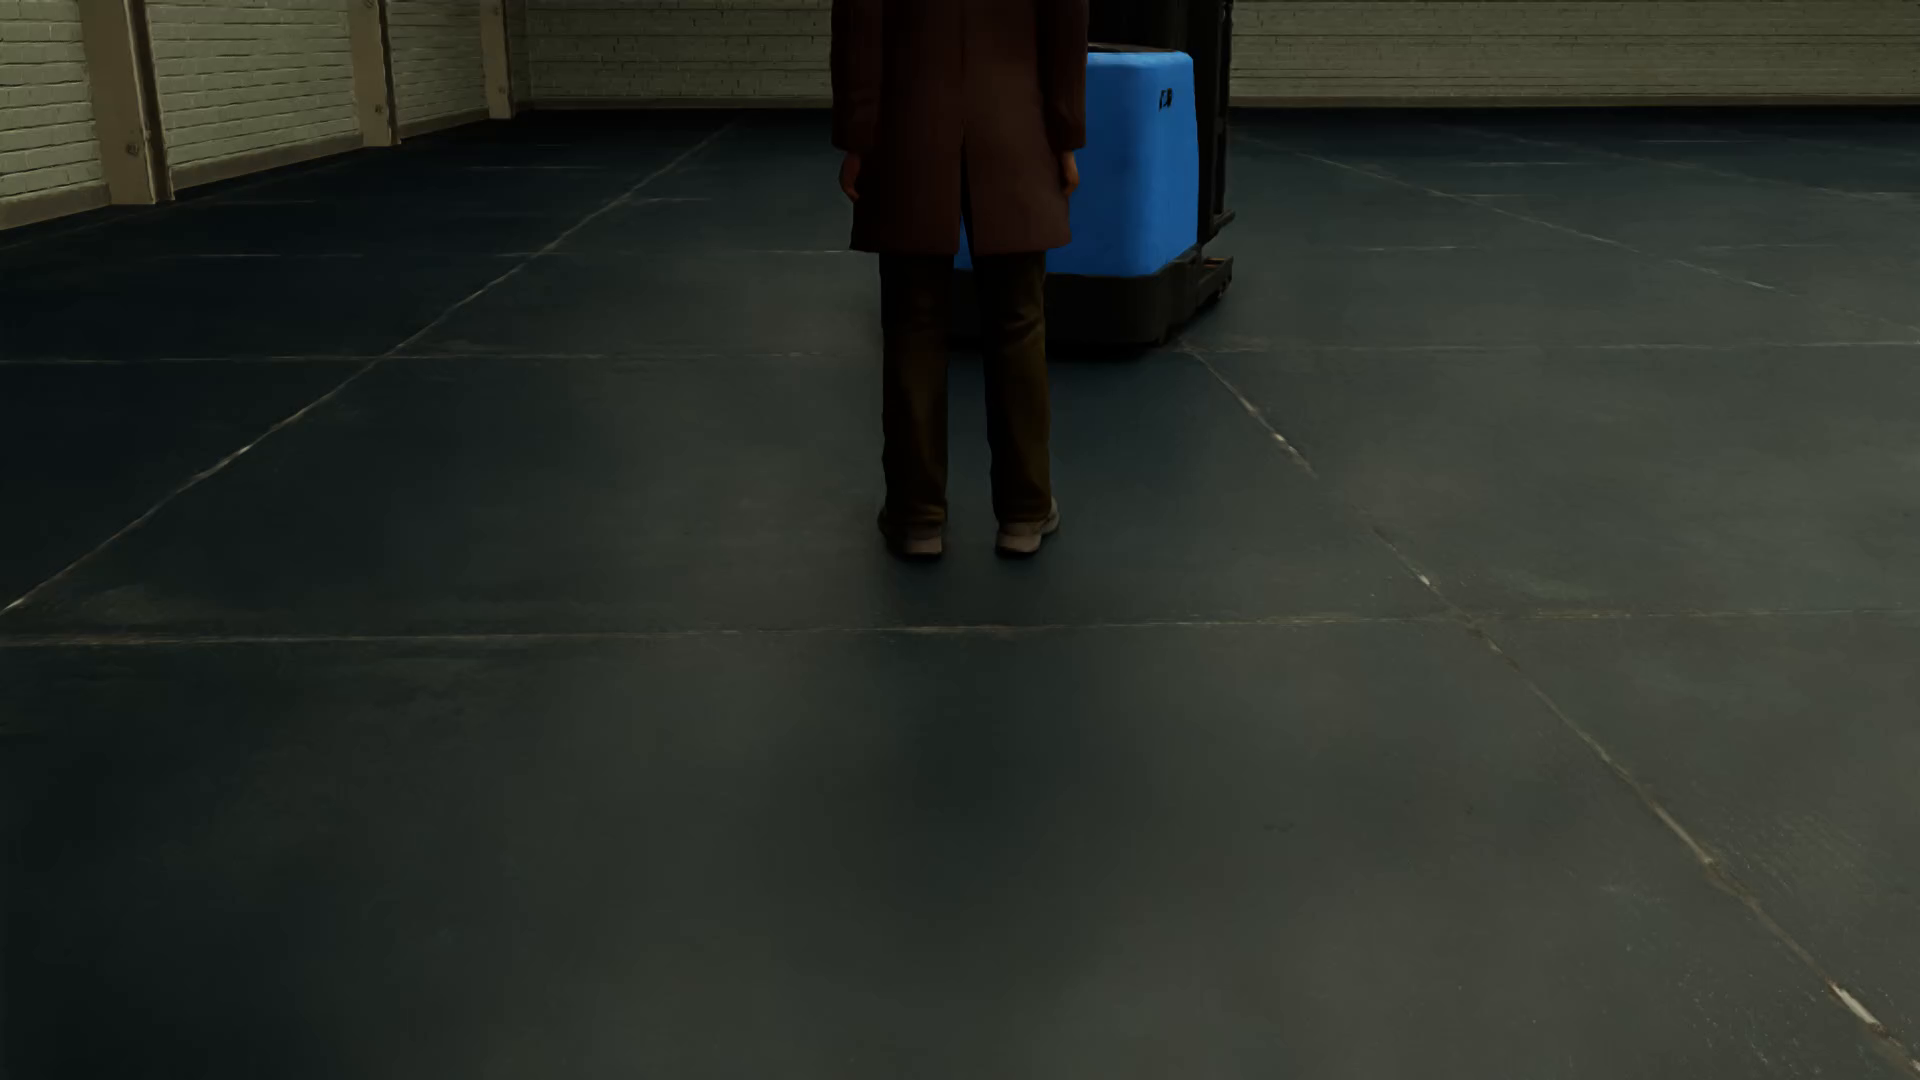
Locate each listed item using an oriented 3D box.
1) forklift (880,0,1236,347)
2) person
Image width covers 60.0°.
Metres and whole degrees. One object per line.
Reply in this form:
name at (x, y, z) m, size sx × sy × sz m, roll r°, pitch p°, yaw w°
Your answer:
forklift at (0.620, -2.500, 7.080) m, size 1.130 × 2.935 × 3.031 m, roll 5°, pitch 18°, yaw 16°
person at (-0.003, -0.860, 3.682) m, size 0.558 × 1.783 × 0.377 m, roll -1°, pitch 17°, yaw -3°
